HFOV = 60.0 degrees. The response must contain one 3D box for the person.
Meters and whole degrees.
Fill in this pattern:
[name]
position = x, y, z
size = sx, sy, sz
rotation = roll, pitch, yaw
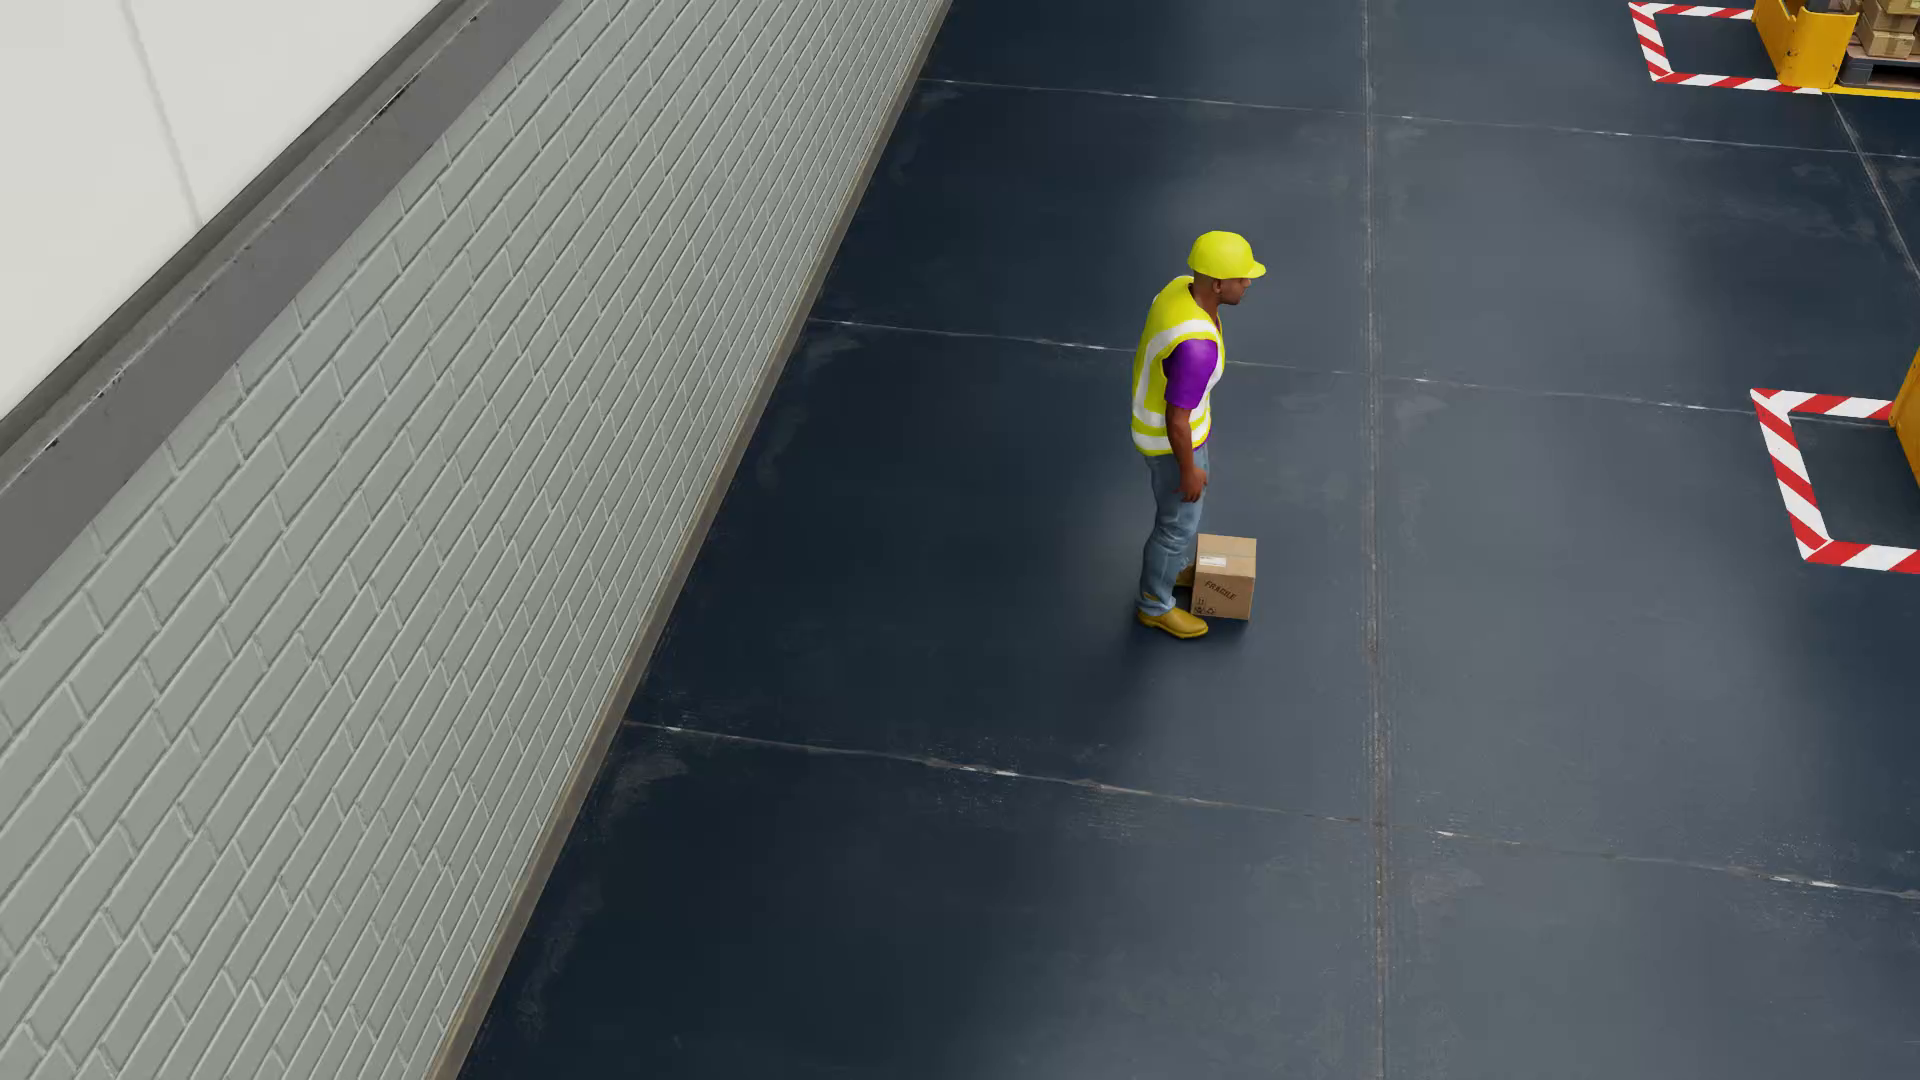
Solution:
[person]
position = 0.906, -0.444, 6.667
size = 0.459, 1.760, 0.634
rotation = 4, 40, 5
